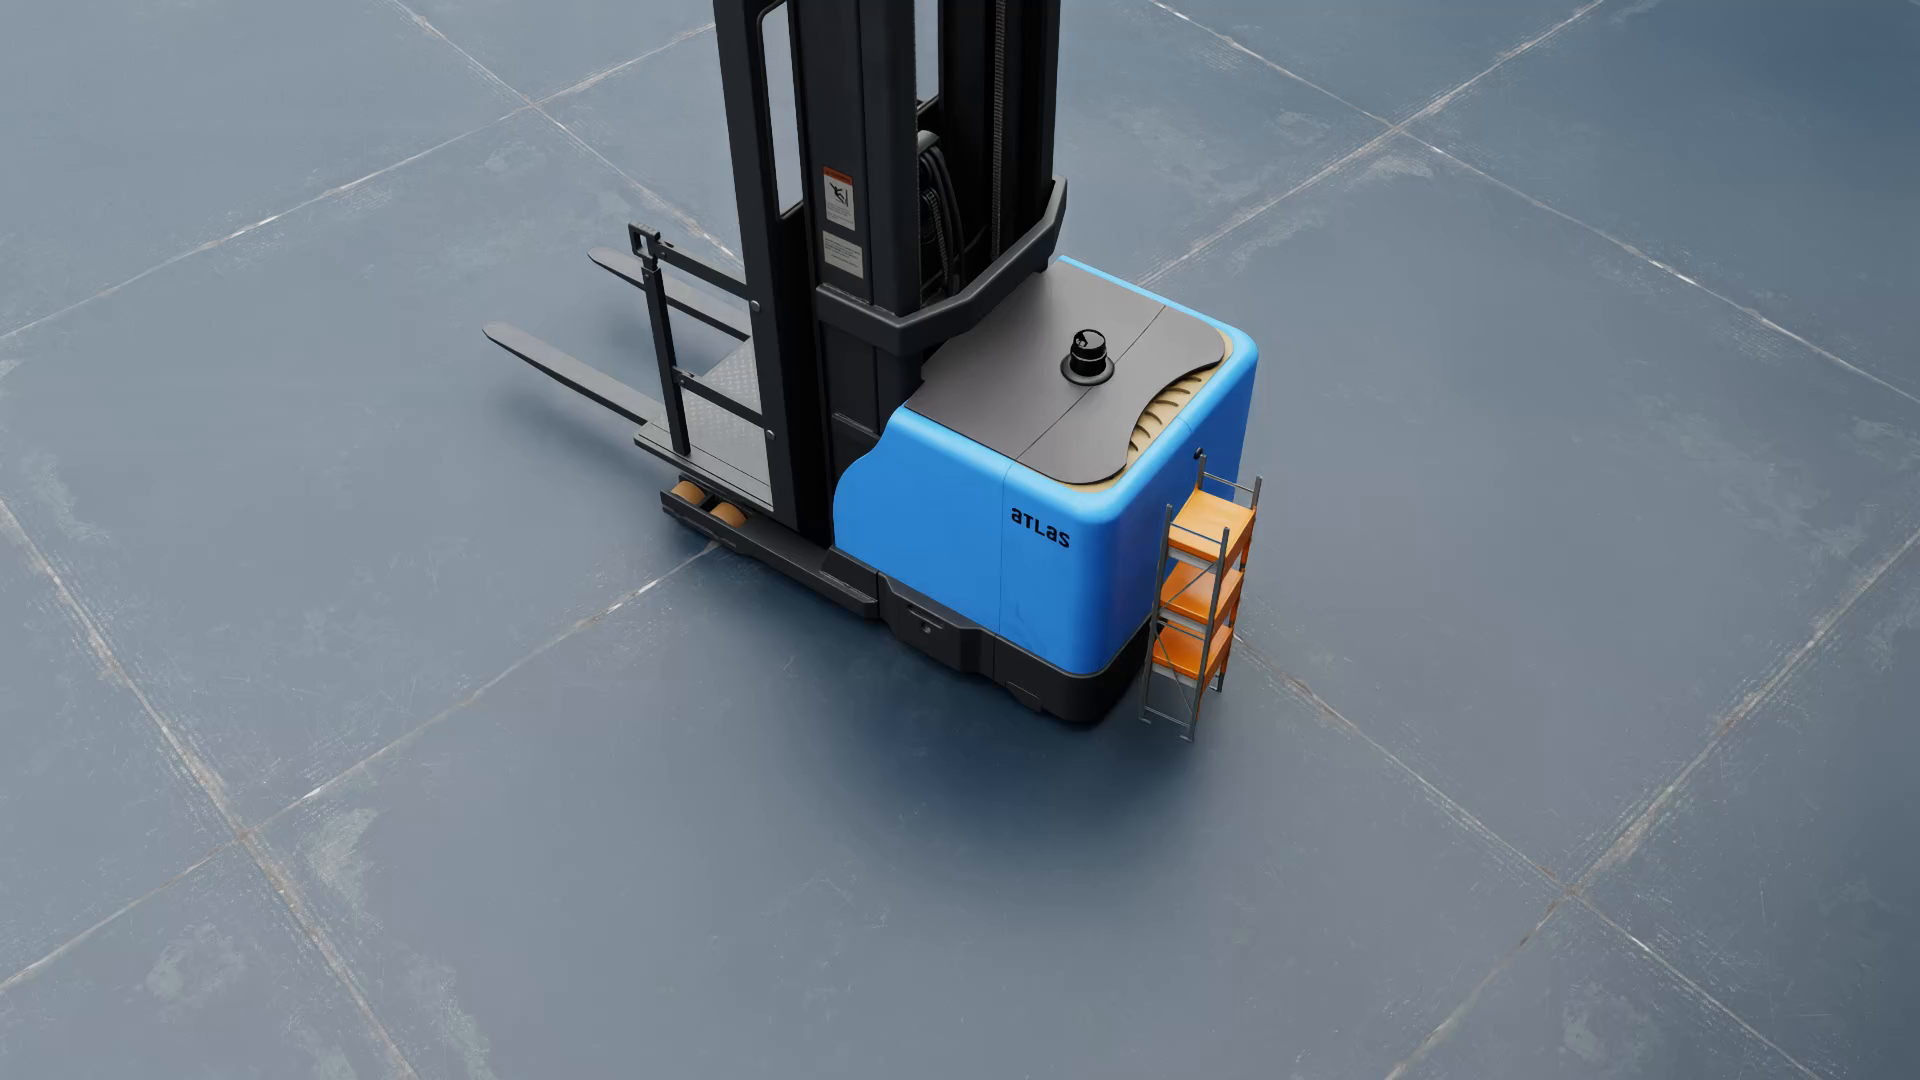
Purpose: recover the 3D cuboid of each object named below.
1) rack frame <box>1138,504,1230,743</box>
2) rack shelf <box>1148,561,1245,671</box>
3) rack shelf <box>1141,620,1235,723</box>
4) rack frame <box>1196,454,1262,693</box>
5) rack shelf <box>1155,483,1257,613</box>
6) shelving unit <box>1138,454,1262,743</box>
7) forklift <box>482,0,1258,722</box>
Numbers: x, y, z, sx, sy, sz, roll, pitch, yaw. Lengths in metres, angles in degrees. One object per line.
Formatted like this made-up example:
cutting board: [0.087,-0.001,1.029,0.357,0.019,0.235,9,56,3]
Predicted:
rack frame: [0.699,0.289,5.268,0.200,1.050,0.008,23,51,20]
rack shelf: [0.759,0.218,5.348,0.215,0.259,0.240,23,51,20]
rack shelf: [0.759,0.407,5.552,0.215,0.259,0.240,23,51,20]
rack frame: [0.820,0.133,5.413,0.200,1.050,0.008,23,51,20]
rack shelf: [0.760,0.025,5.140,0.215,0.259,0.240,23,51,20]
shelving unit: [0.759,0.211,5.340,0.215,1.050,0.252,23,51,20]
forklift: [-0.510,-1.258,5.417,3.031,2.935,1.130,27,53,23]
